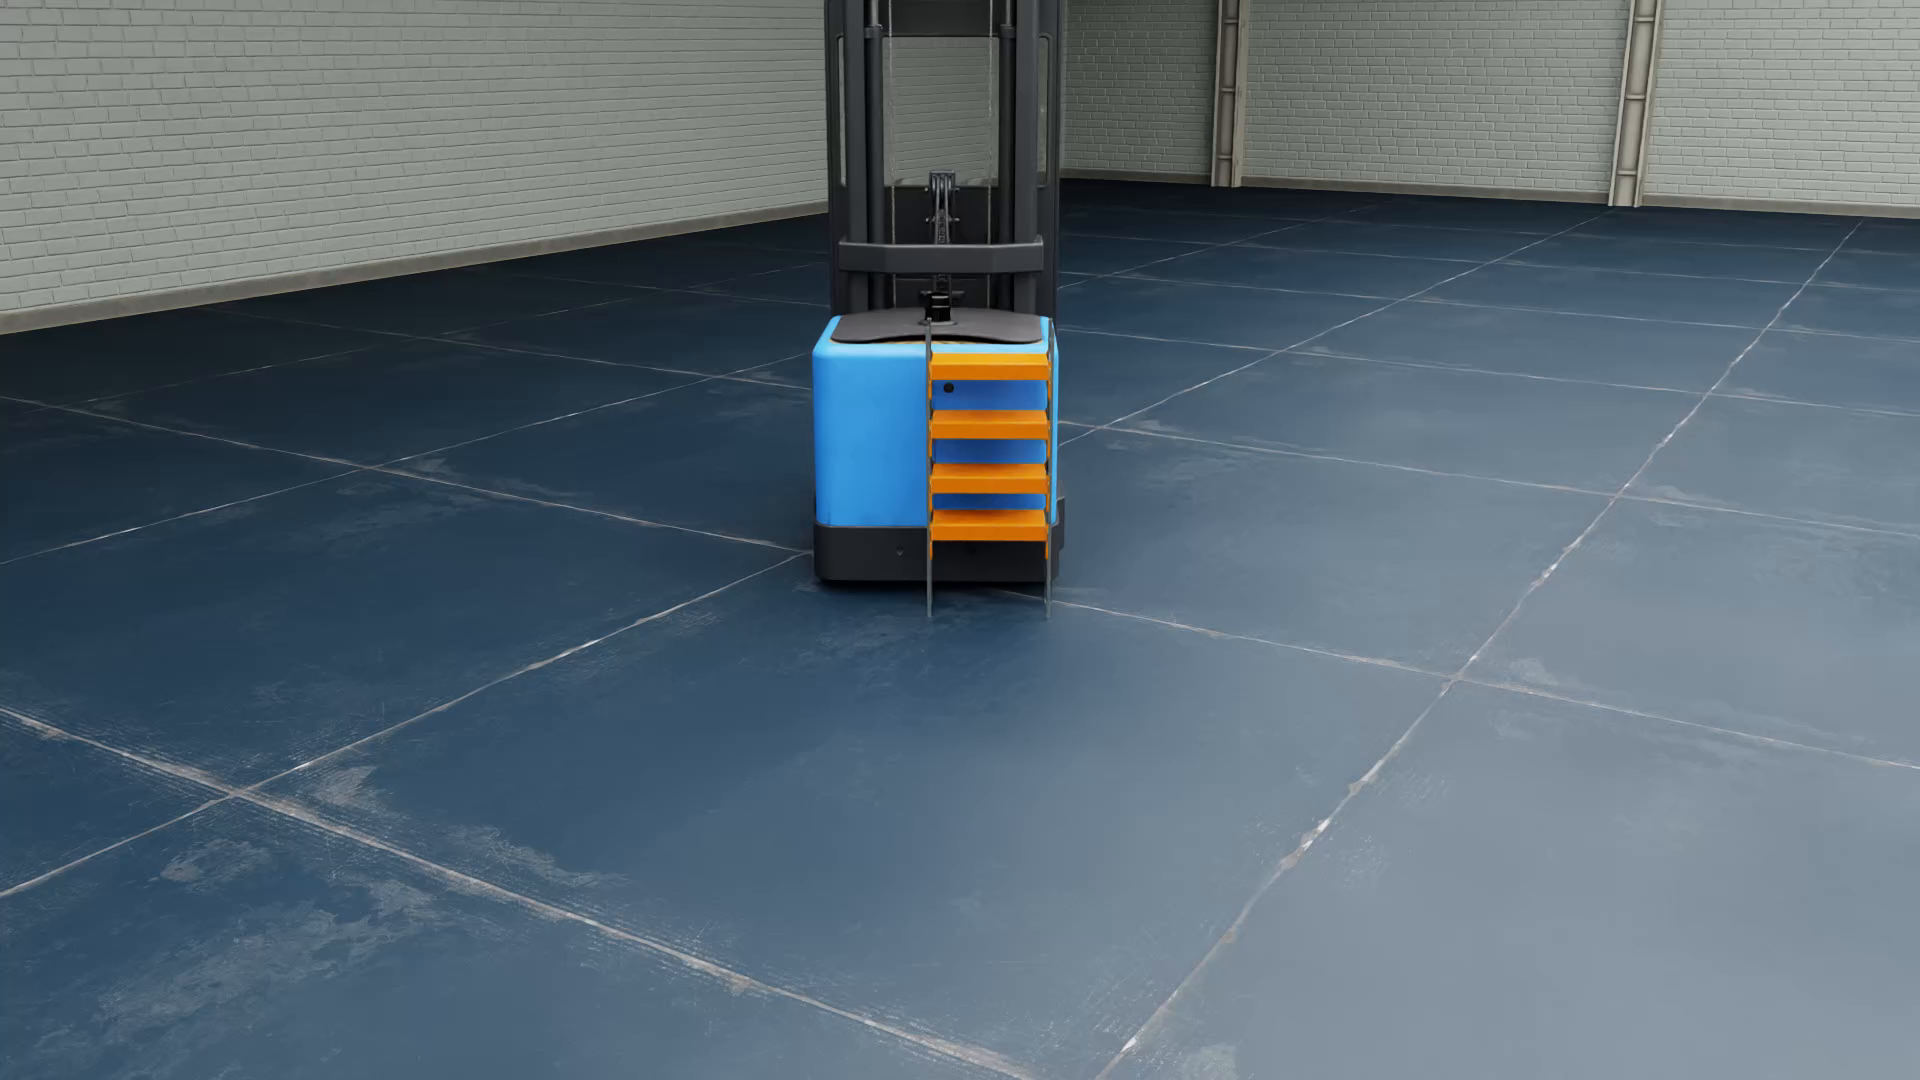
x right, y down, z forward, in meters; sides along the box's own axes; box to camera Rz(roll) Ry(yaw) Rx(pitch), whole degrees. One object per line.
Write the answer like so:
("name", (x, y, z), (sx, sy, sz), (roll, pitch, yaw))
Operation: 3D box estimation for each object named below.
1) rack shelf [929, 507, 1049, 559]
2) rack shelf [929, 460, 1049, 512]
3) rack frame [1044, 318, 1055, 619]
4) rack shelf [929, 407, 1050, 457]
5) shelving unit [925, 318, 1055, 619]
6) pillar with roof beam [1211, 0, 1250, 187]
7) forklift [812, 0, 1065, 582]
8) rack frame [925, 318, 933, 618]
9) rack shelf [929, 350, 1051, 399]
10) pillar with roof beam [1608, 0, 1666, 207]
("rack shelf", (0.118, -0.032, 6.836), (0.480, 0.148, 0.258), (0, 17, 1))
("rack shelf", (0.118, -0.222, 6.778), (0.480, 0.148, 0.258), (0, 17, 1))
("rack frame", (0.362, -0.285, 6.756), (0.015, 1.200, 0.240), (0, 17, 1))
("rack shelf", (0.118, -0.436, 6.713), (0.480, 0.148, 0.258), (0, 17, 1))
("shelving unit", (0.118, -0.286, 6.759), (0.503, 1.200, 0.258), (0, 17, 1))
("pillar with roof beam", (1.961, -8.845, 21.517), (0.400, 9.000, 9.100), (10, 20, 30))
("forklift", (-0.071, -1.598, 8.099), (1.130, 2.935, 3.031), (0, 17, 1))
("rack frame", (-0.126, -0.287, 6.762), (0.015, 1.200, 0.240), (0, 17, 1))
("rack shelf", (0.118, -0.662, 6.645), (0.480, 0.148, 0.258), (0, 17, 1))
("pillar with roof beam", (7.073, -7.933, 18.513), (0.400, 9.000, 9.100), (10, 20, 30))
